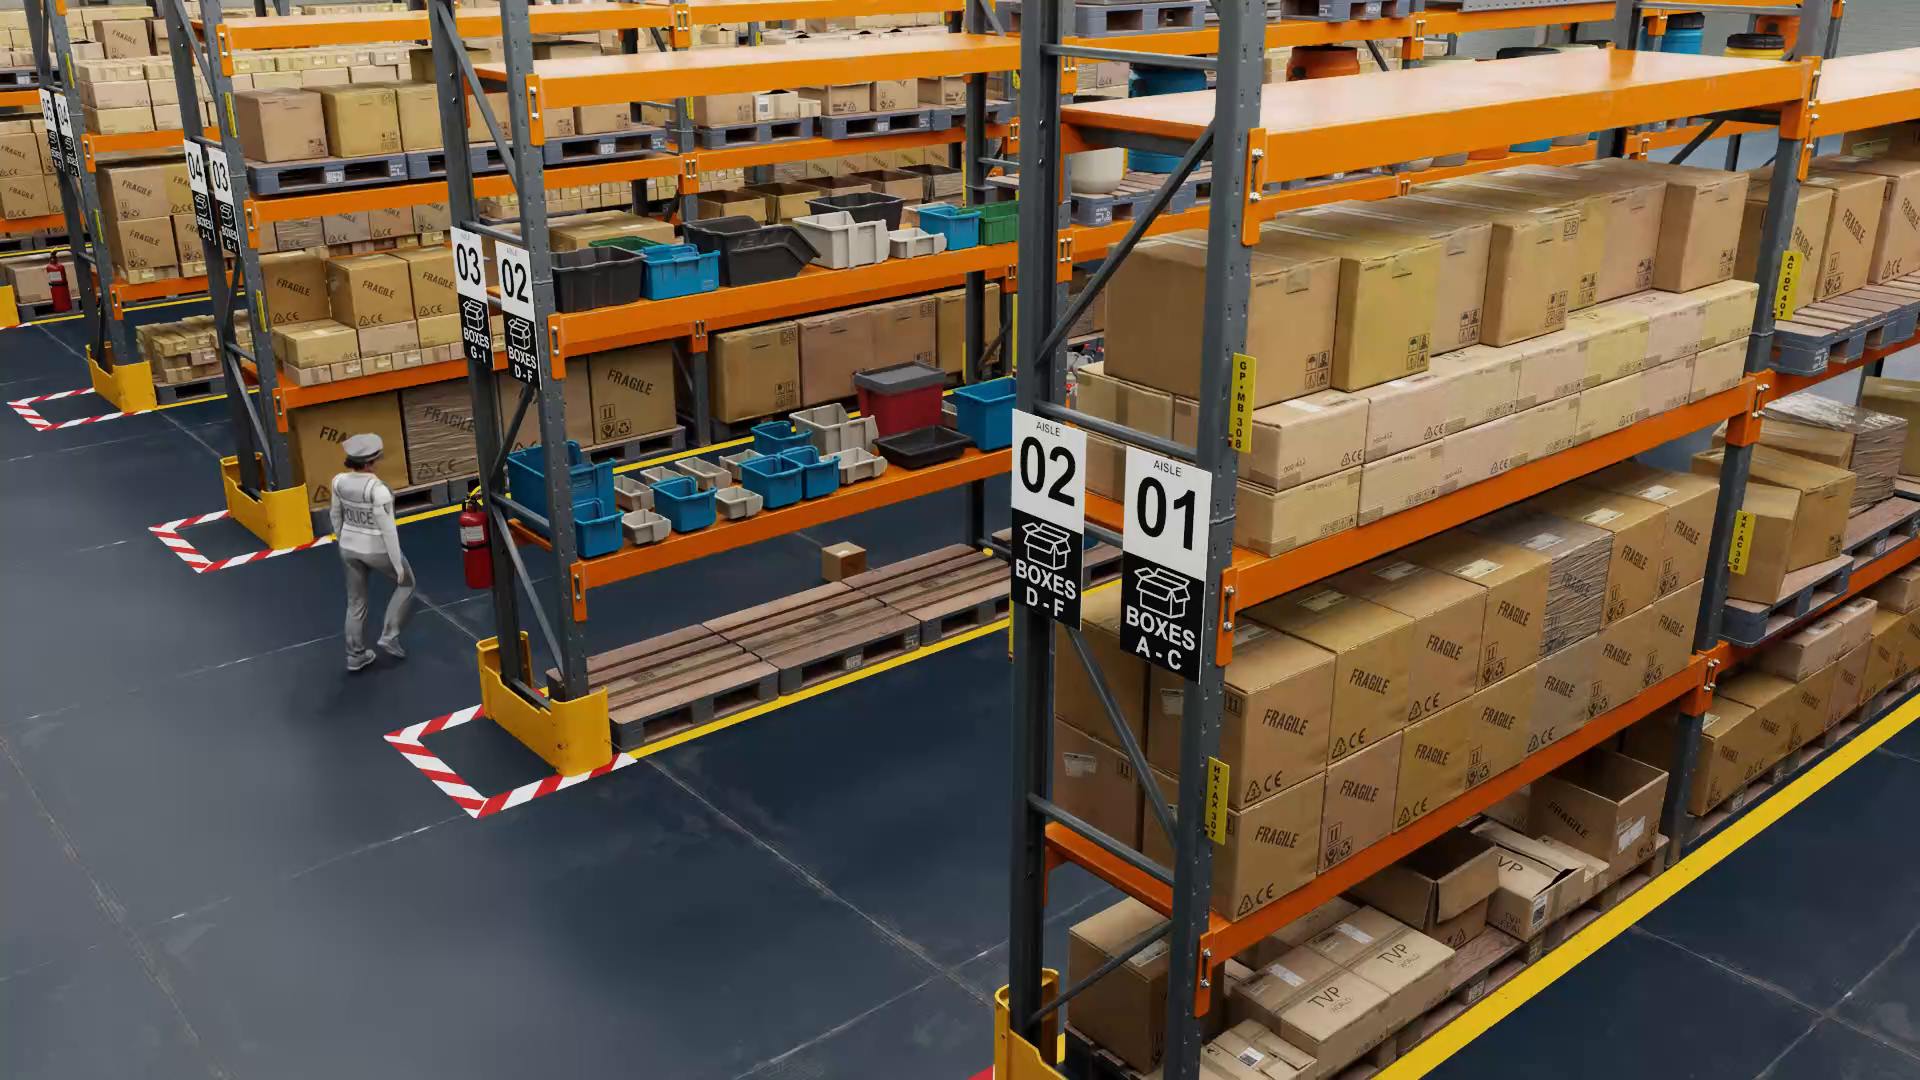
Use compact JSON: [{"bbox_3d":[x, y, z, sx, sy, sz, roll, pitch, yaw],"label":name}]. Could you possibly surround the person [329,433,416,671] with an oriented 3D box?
[{"bbox_3d":[-4.013,0.089,11.340,0.580,1.694,0.502,6,22,14],"label":"person"}]
